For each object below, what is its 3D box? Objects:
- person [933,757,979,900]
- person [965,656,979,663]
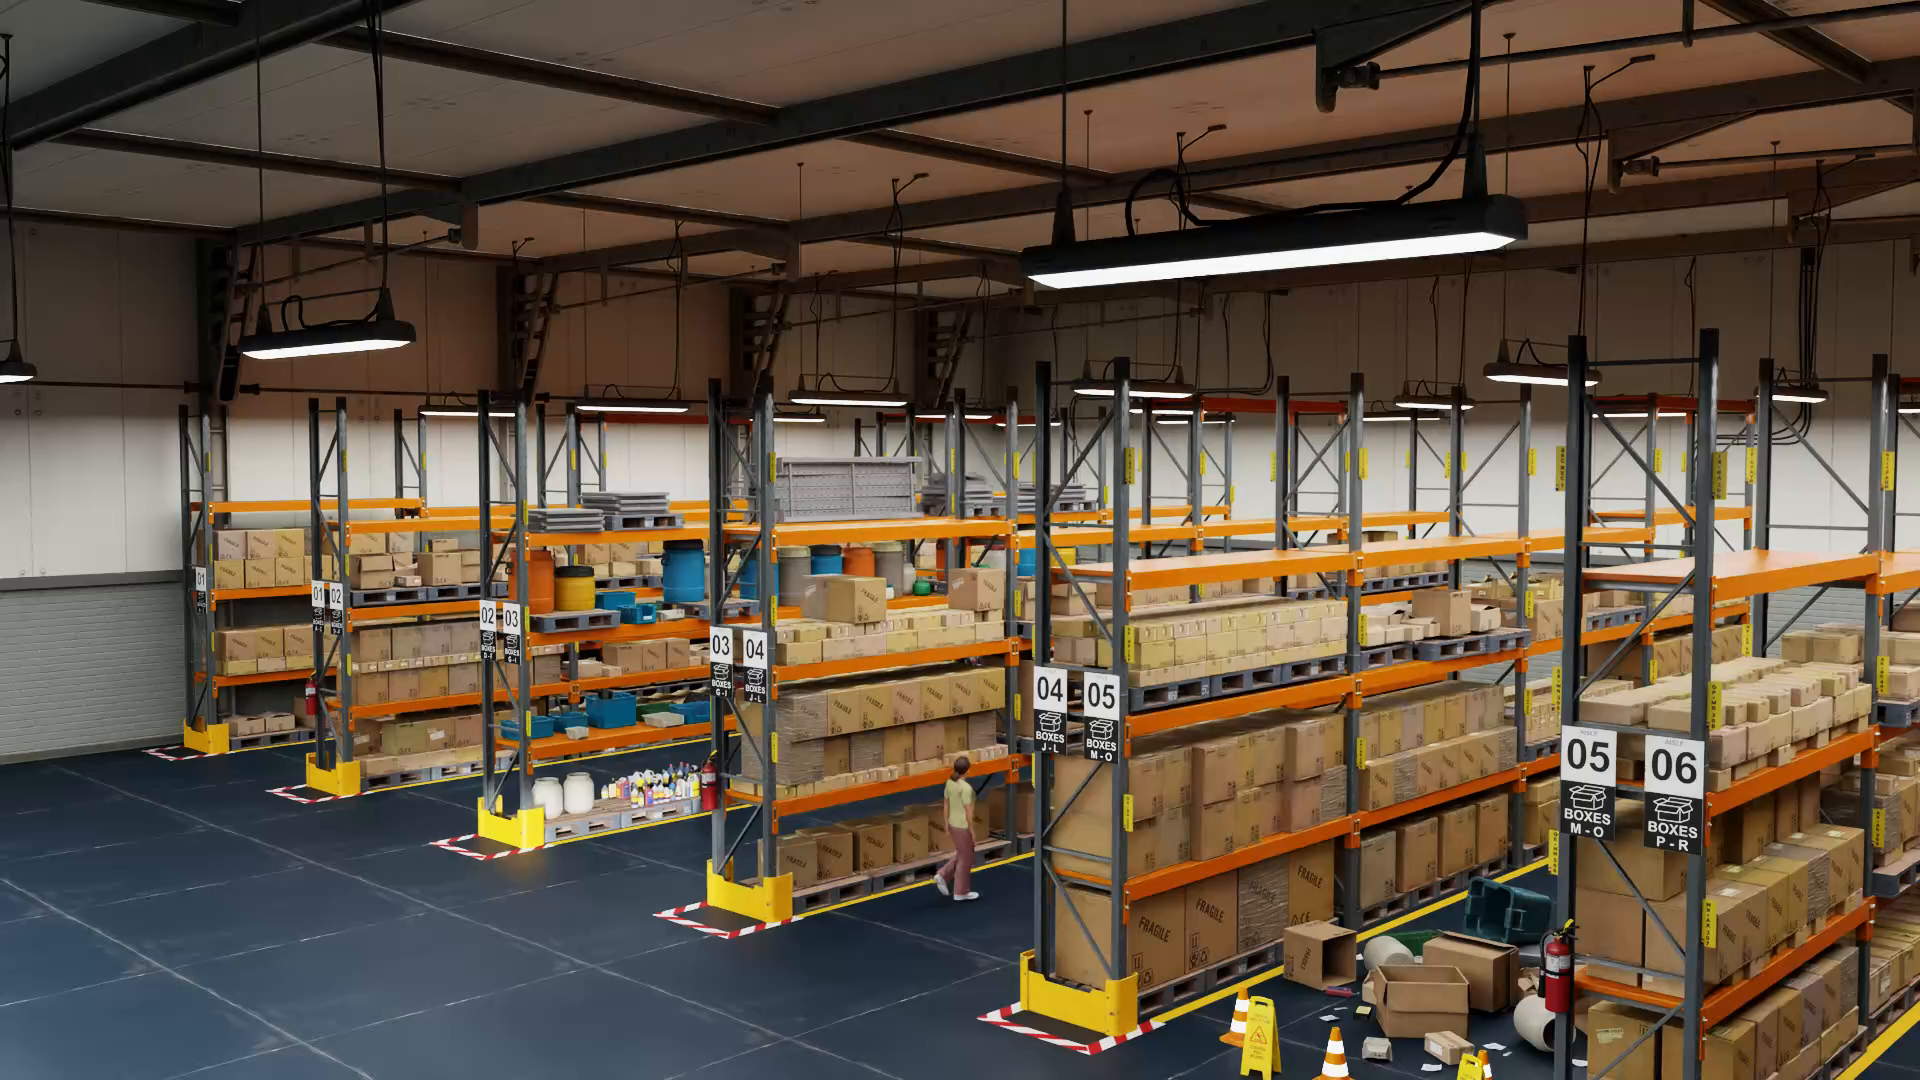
[{"bbox_3d":[-0.025,3.312,19.078,0.525,1.660,0.444,-1,3,-16],"label":"person"},{"bbox_3d":[0.165,2.592,31.856,0.408,1.778,0.622,2,4,38],"label":"person"}]
